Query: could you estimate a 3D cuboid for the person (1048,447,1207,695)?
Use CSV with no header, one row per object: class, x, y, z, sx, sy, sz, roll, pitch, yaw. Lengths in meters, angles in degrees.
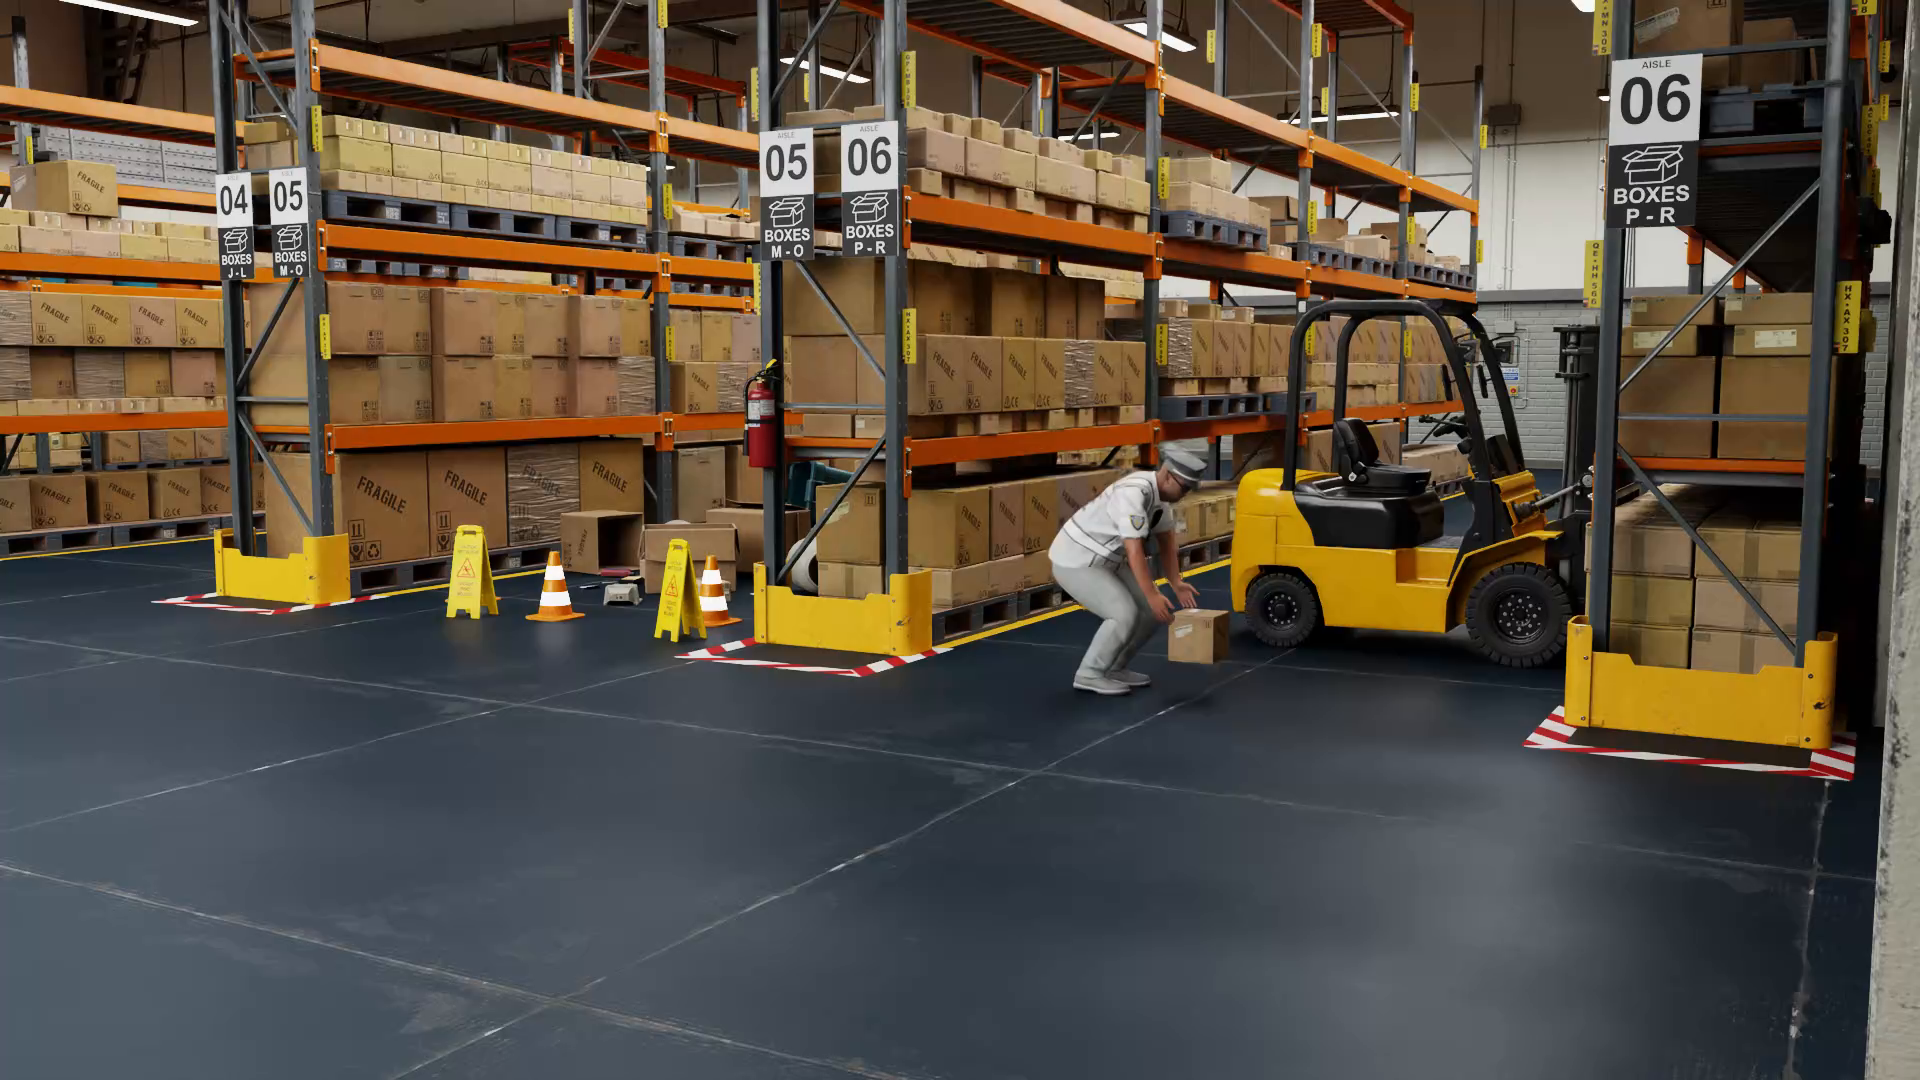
person,0.924,0.156,9.035,0.851,1.324,0.589,3,7,29
